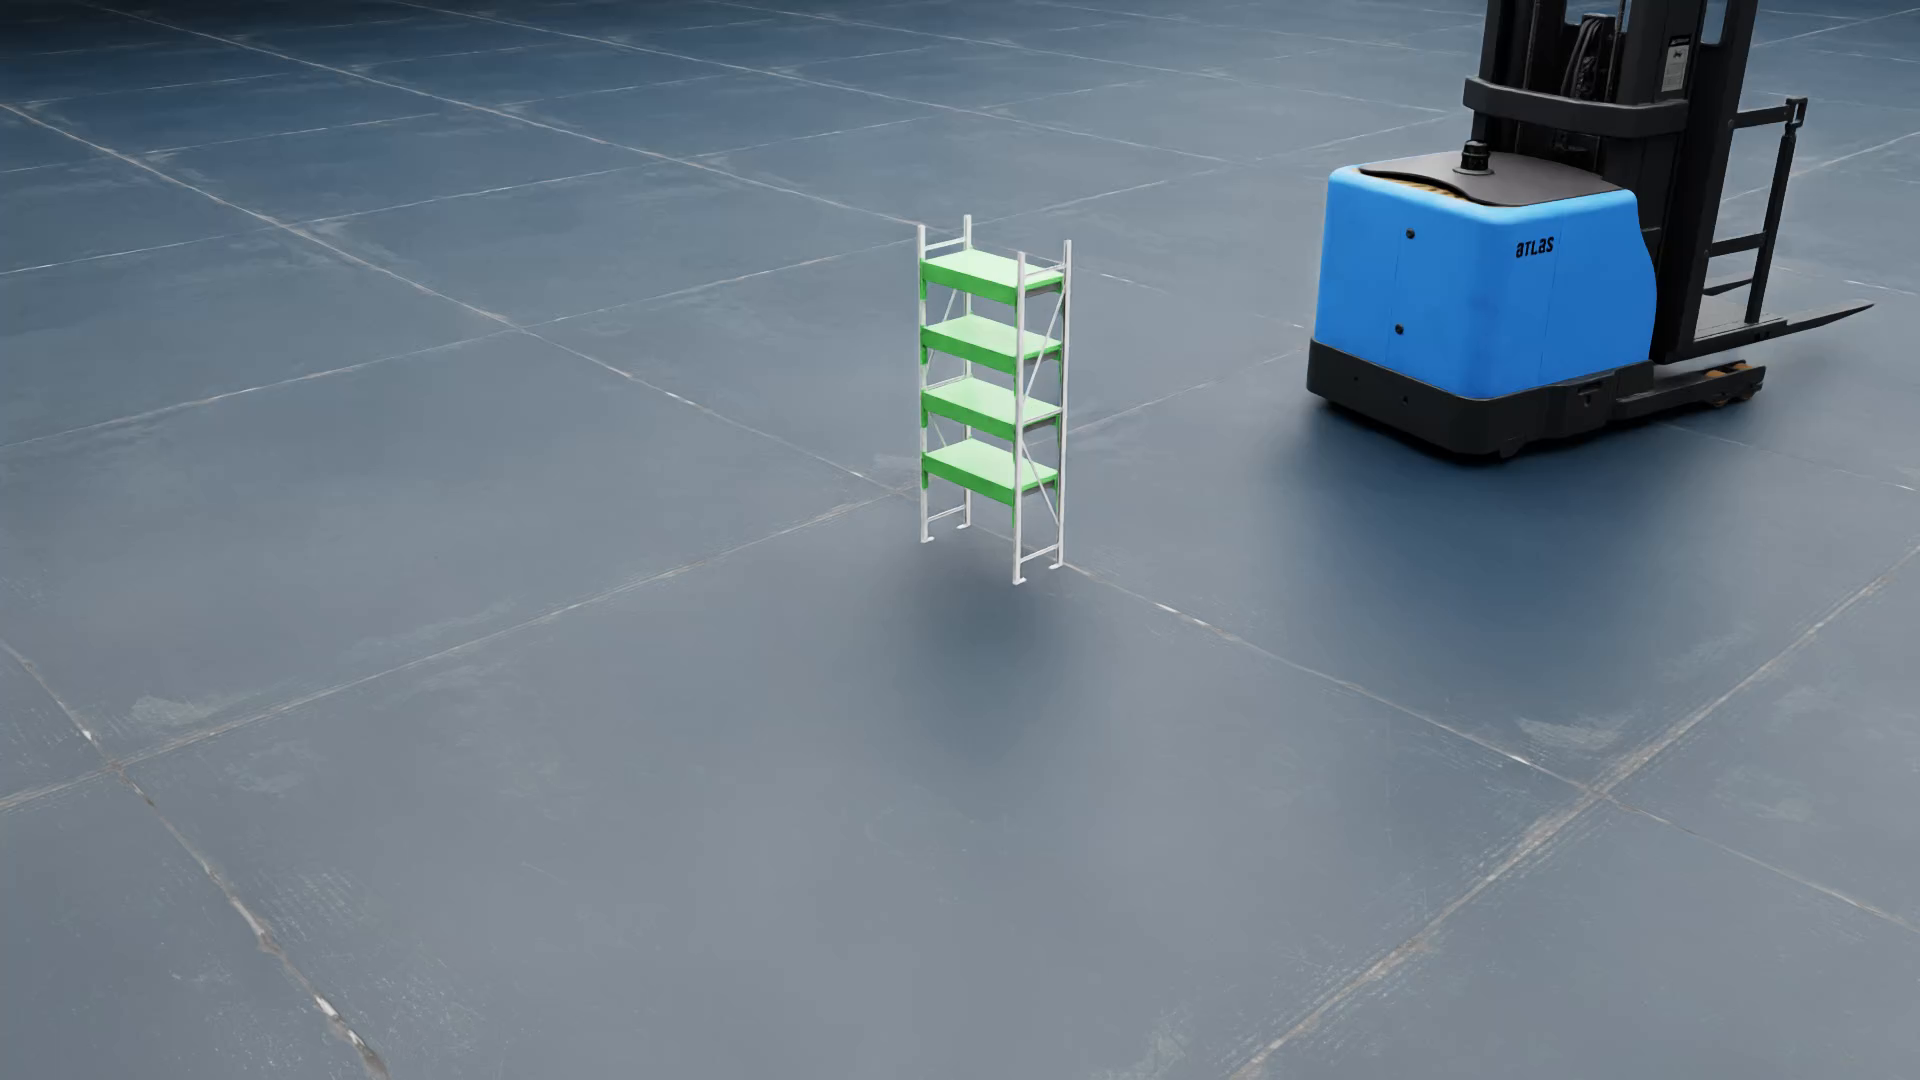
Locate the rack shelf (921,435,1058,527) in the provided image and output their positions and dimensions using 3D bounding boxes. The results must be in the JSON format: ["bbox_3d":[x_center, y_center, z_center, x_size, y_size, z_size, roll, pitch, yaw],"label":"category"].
[{"bbox_3d":[0.113,-0.219,6.017,0.258,0.148,0.480,-21,32,-38],"label":"rack shelf"}]

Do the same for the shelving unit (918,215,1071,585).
[{"bbox_3d":[0.113,-0.496,5.891,0.258,1.200,0.503,-21,32,-38],"label":"shelving unit"}]

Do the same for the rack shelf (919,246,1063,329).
[{"bbox_3d":[0.113,-0.874,5.718,0.258,0.148,0.480,-21,32,-38],"label":"rack shelf"}]

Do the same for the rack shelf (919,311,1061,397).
[{"bbox_3d":[0.113,-0.656,5.818,0.258,0.148,0.480,-21,32,-38],"label":"rack shelf"}]

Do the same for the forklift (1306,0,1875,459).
[{"bbox_3d":[3.109,-2.111,7.347,3.031,2.935,1.130,-14,28,-28],"label":"forklift"}]

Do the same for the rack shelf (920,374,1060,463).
[{"bbox_3d":[0.113,-0.438,5.918,0.258,0.148,0.480,-21,32,-38],"label":"rack shelf"}]

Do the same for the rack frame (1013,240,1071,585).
[{"bbox_3d":[0.280,-0.422,5.729,0.240,1.200,0.015,-21,32,-38],"label":"rack frame"}]

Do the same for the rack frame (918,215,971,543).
[{"bbox_3d":[-0.054,-0.570,6.053,0.240,1.200,0.015,-21,32,-38],"label":"rack frame"}]
